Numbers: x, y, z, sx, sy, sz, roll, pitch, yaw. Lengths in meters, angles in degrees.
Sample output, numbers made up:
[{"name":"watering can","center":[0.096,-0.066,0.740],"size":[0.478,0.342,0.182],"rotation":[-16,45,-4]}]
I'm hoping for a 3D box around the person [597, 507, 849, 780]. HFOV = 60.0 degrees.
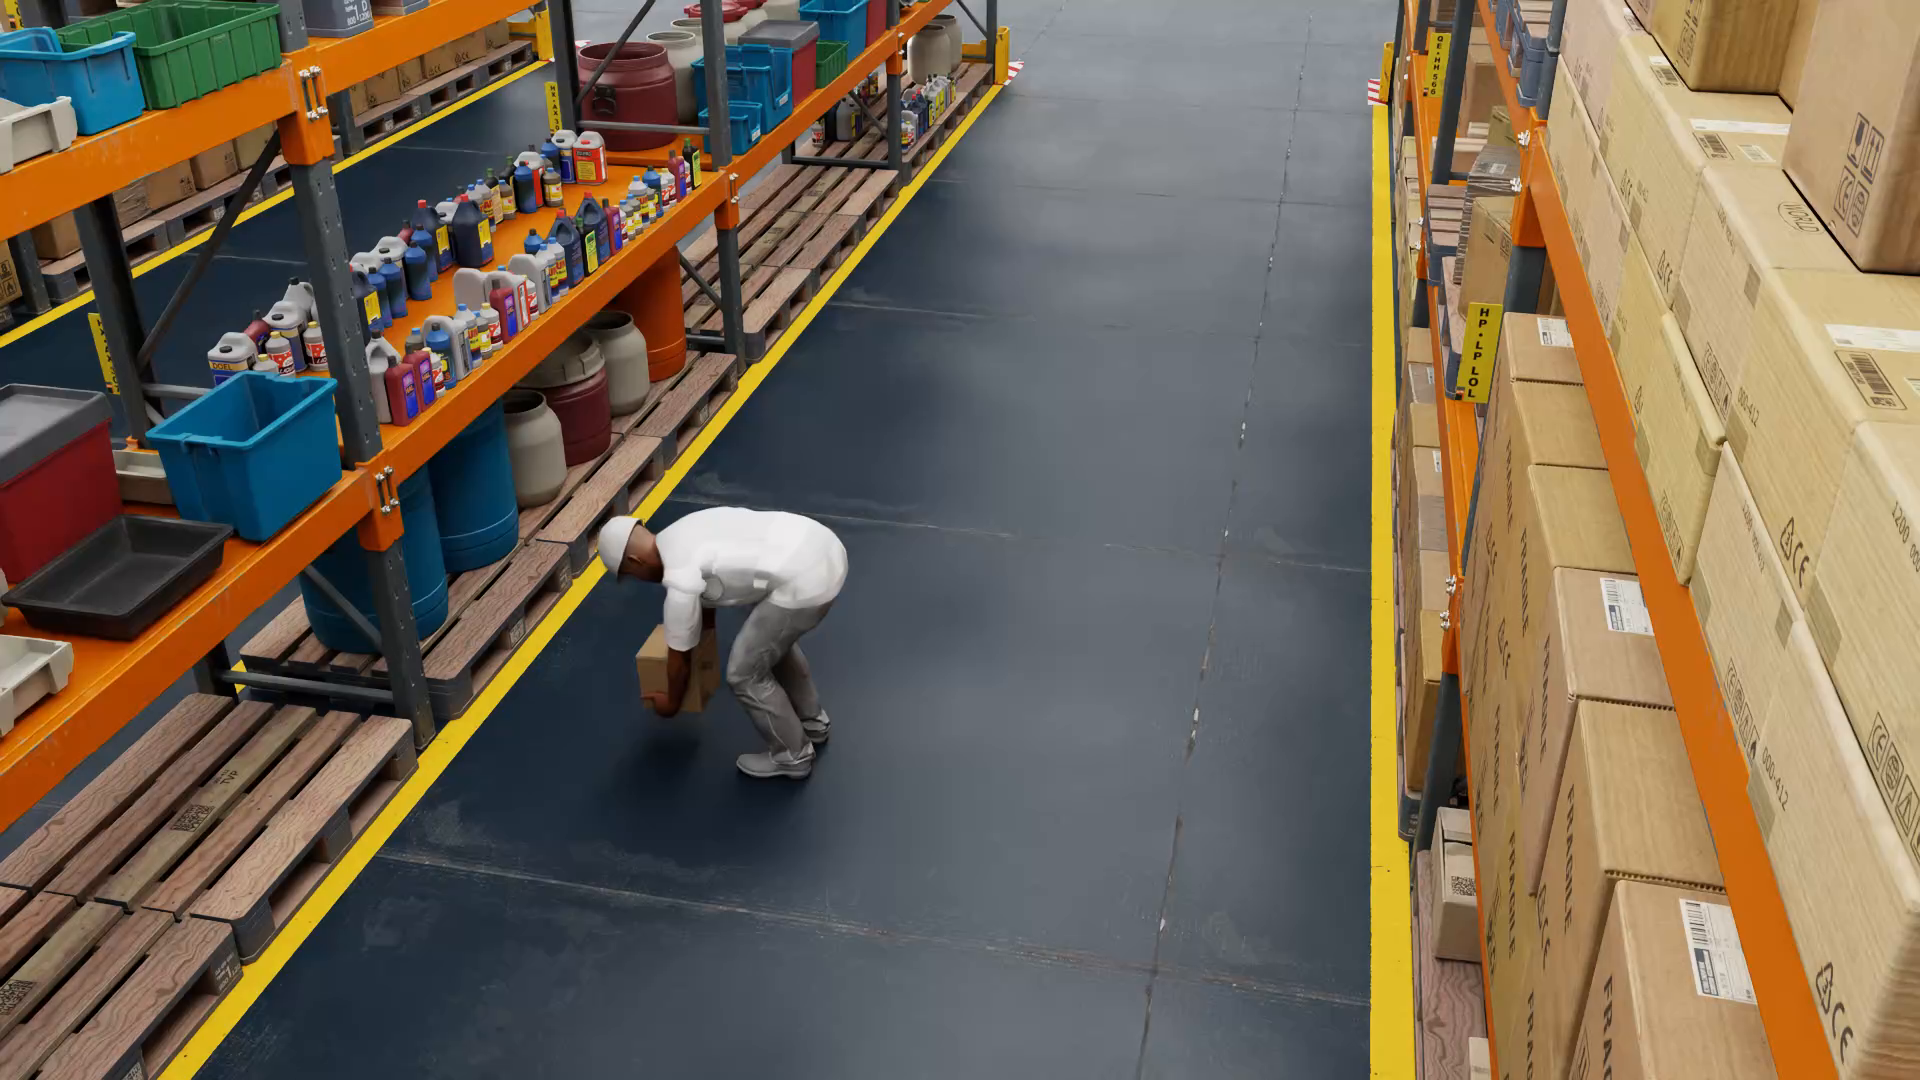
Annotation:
[{"name":"person","center":[-0.930,0.388,6.606],"size":[0.982,1.075,0.482],"rotation":[5,29,9]}]
